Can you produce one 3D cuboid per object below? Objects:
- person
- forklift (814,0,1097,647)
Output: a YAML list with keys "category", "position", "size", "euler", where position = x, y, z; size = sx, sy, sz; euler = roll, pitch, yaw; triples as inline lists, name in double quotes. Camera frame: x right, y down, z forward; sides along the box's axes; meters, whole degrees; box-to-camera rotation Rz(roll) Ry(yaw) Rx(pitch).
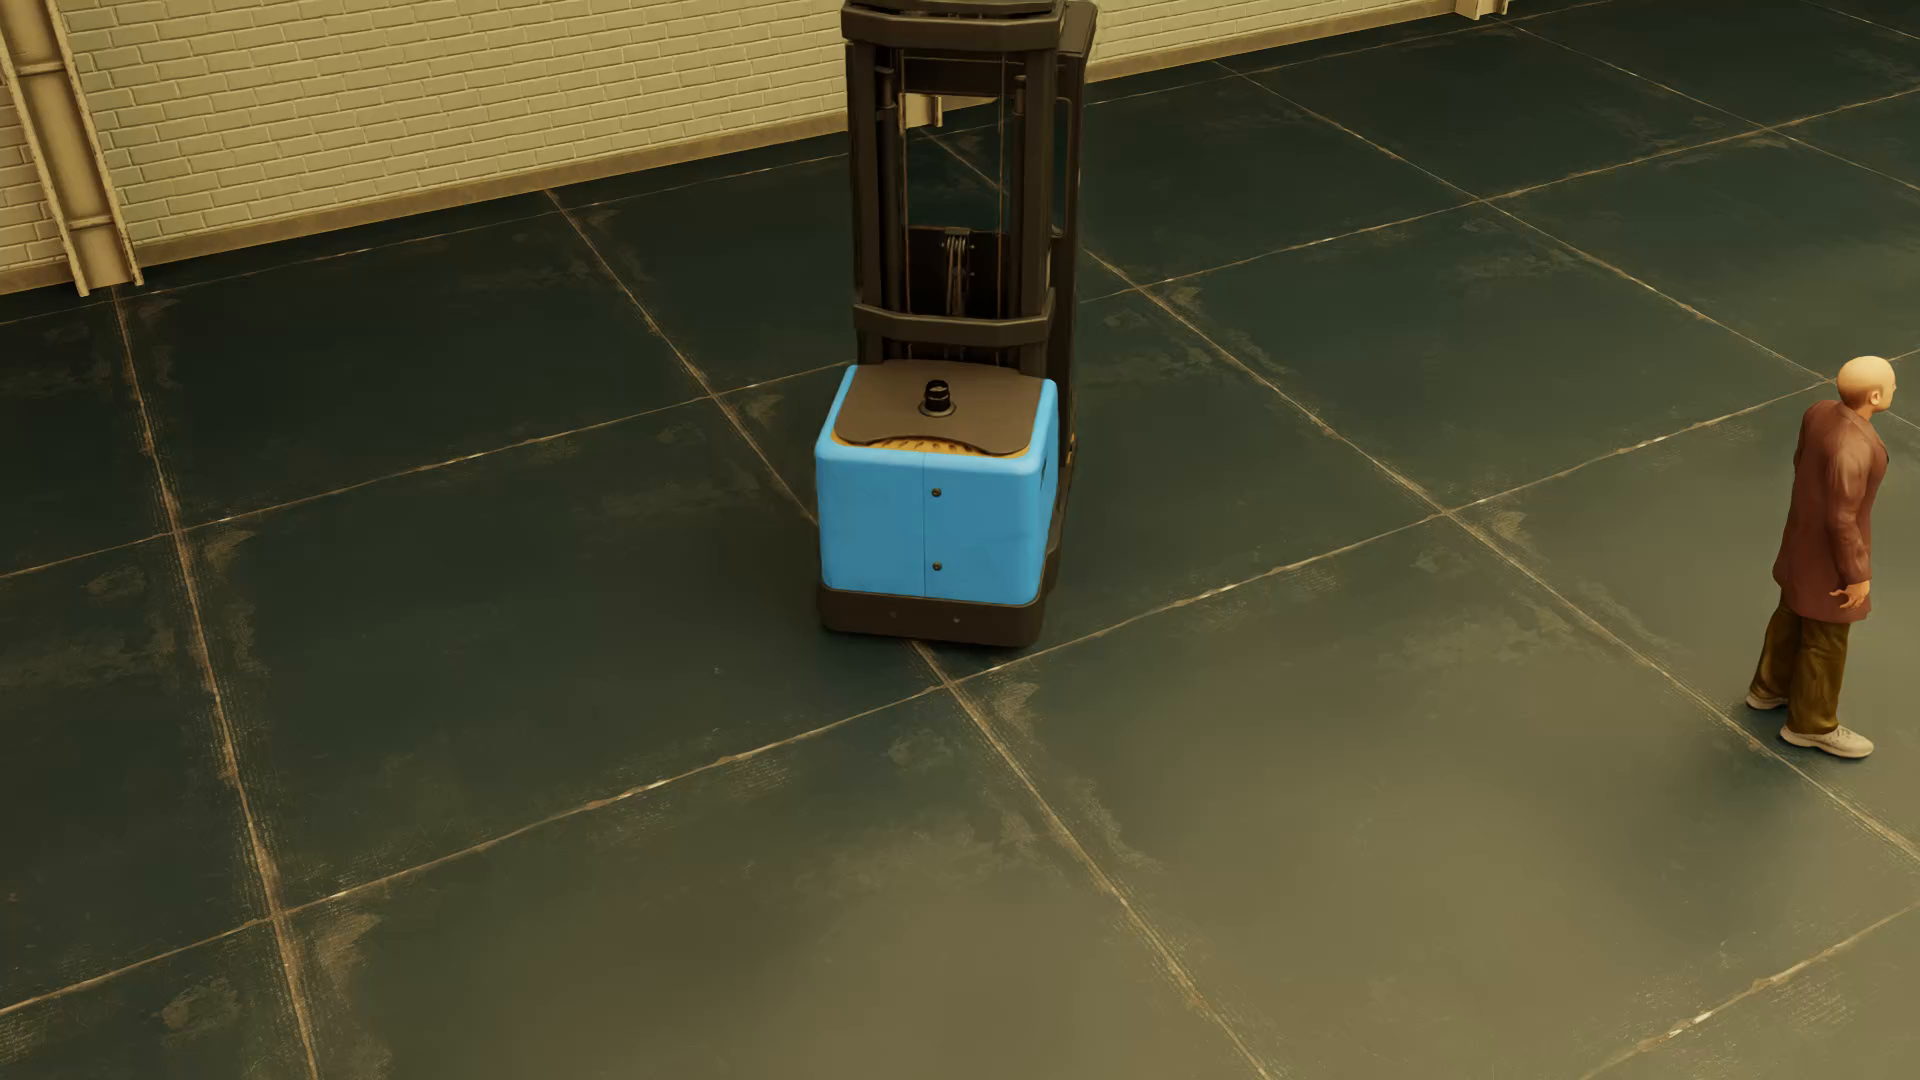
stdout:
- category: "person"
  position: [3.766, 0.045, 7.051]
  size: [0.570, 1.781, 0.692]
  euler: [5, 36, 7]
- category: "forklift"
  position: [0.059, -1.533, 8.292]
  size: [1.130, 2.935, 3.031]
  euler: [5, 36, 7]
